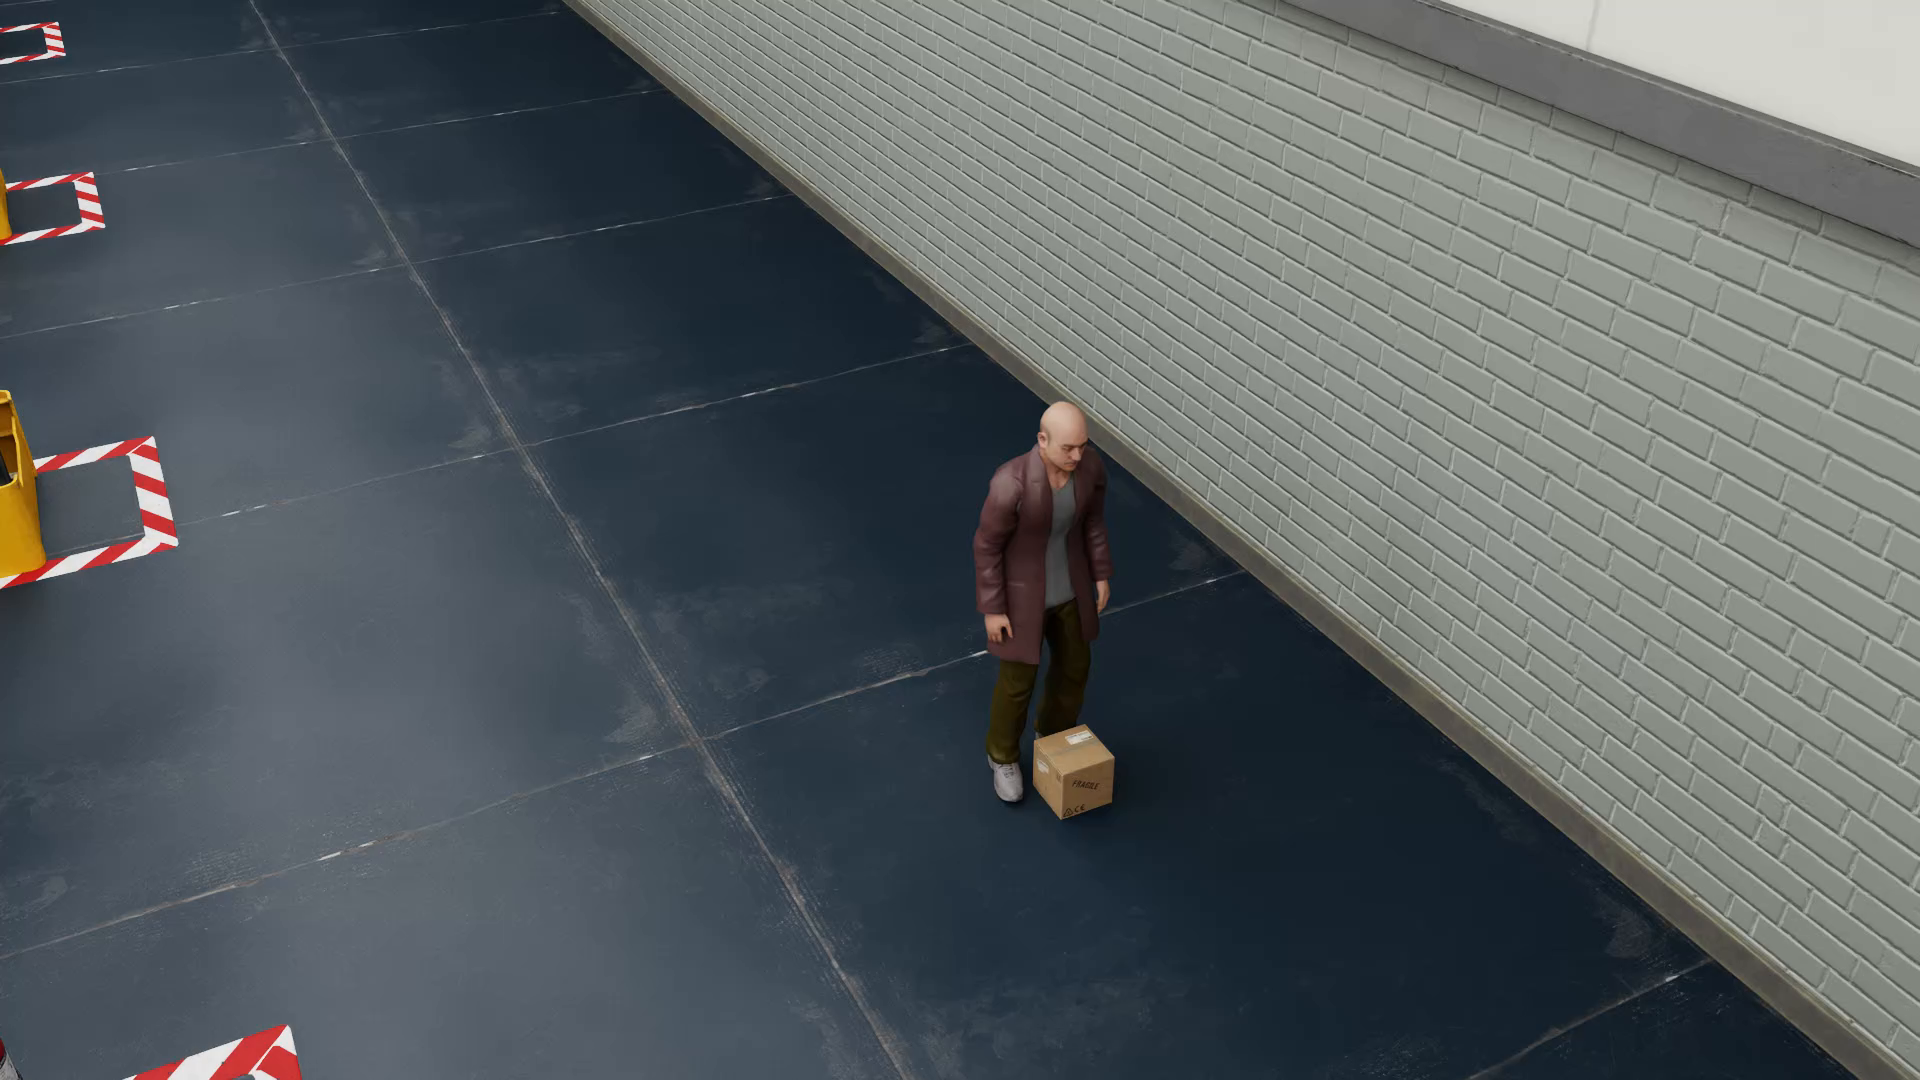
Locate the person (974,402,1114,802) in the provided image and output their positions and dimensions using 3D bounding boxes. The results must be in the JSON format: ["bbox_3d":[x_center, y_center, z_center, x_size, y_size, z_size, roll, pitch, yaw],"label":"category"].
[{"bbox_3d":[0.353,0.221,6.808,0.647,1.772,0.427,-18,37,-26],"label":"person"}]
